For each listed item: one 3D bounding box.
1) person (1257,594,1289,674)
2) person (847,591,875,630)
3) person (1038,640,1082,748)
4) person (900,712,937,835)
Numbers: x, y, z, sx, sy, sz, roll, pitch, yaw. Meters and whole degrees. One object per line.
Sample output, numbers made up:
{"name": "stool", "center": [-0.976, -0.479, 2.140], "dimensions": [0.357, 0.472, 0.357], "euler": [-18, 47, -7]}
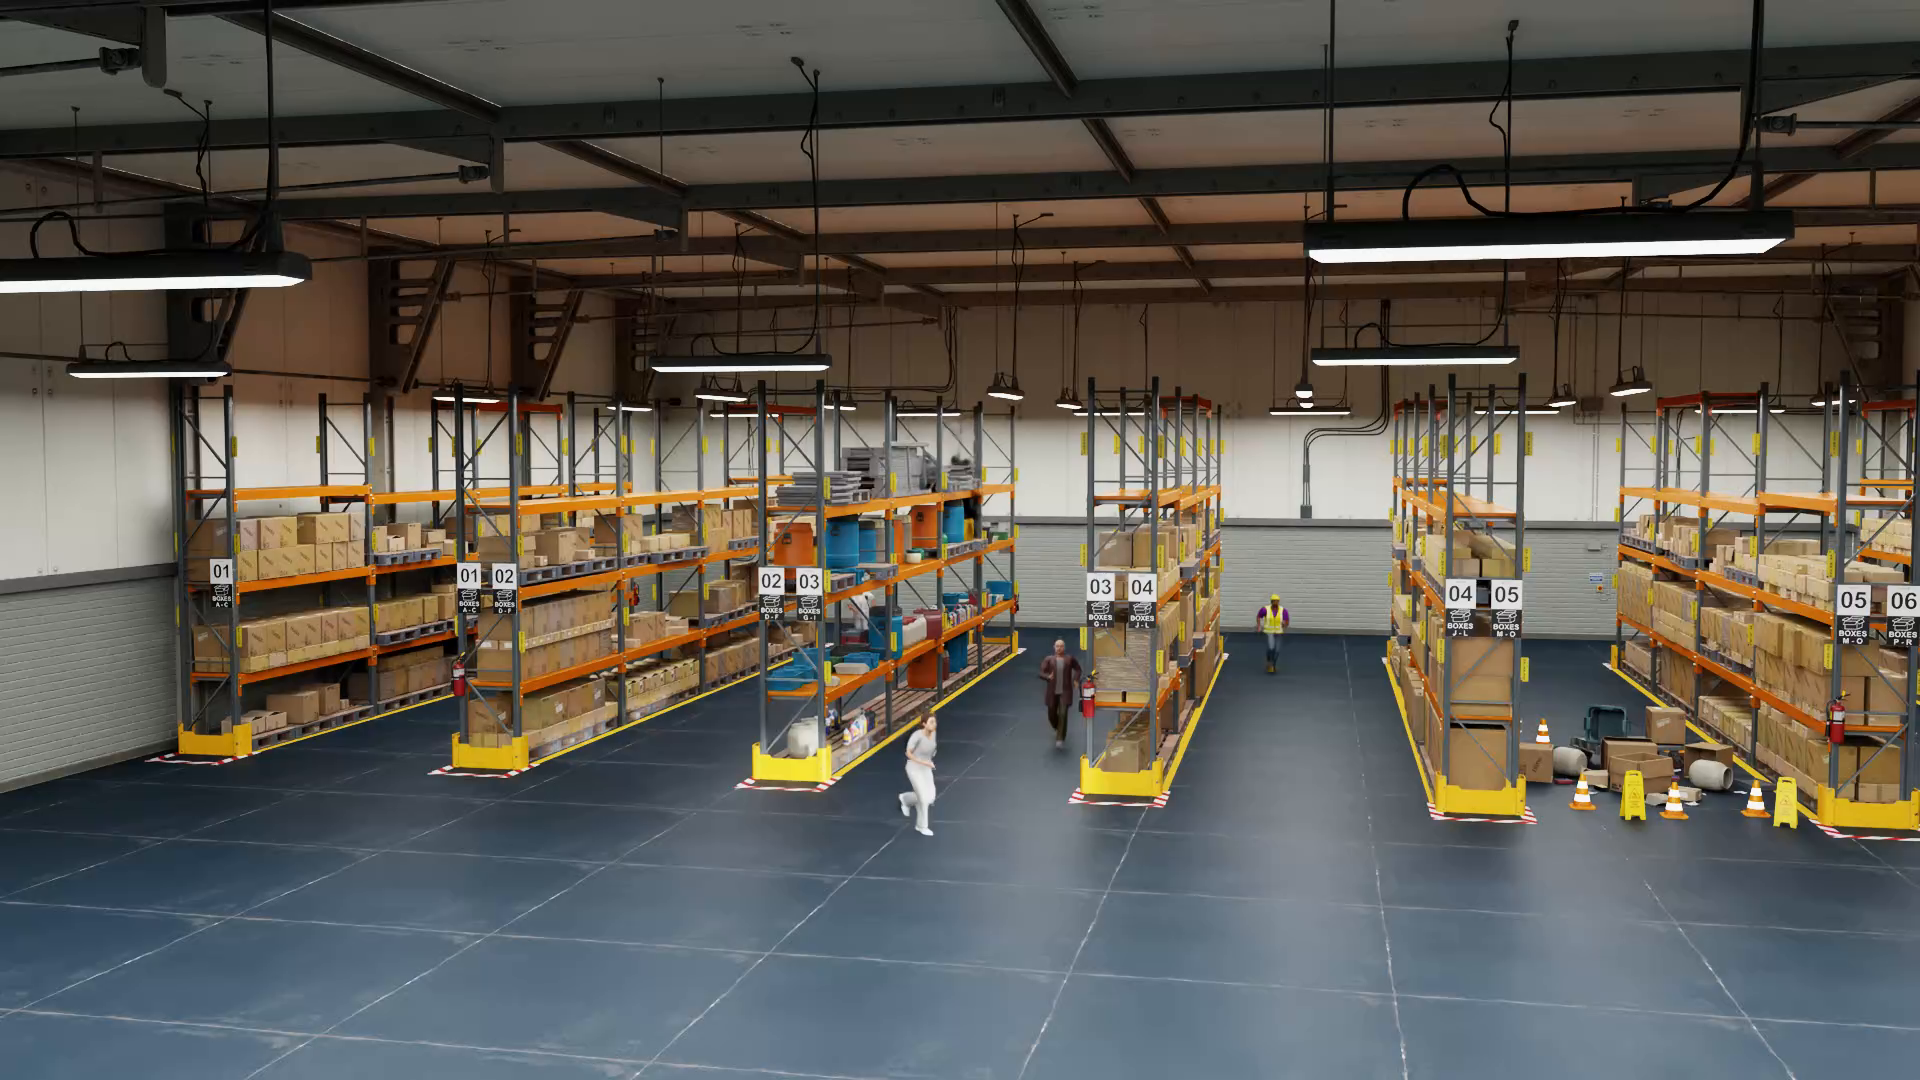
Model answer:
{"name": "person", "center": [6.918, 2.075, 36.660], "dimensions": [0.671, 1.767, 0.787], "euler": [0, 3, -2]}
{"name": "person", "center": [-2.405, 1.870, 40.445], "dimensions": [0.657, 1.791, 0.712], "euler": [0, 3, 3]}
{"name": "person", "center": [1.670, 2.551, 27.875], "dimensions": [0.716, 1.755, 1.011], "euler": [0, 3, 8]}
{"name": "person", "center": [-0.539, 3.016, 21.546], "dimensions": [0.552, 1.622, 0.697], "euler": [-3, 4, -43]}
